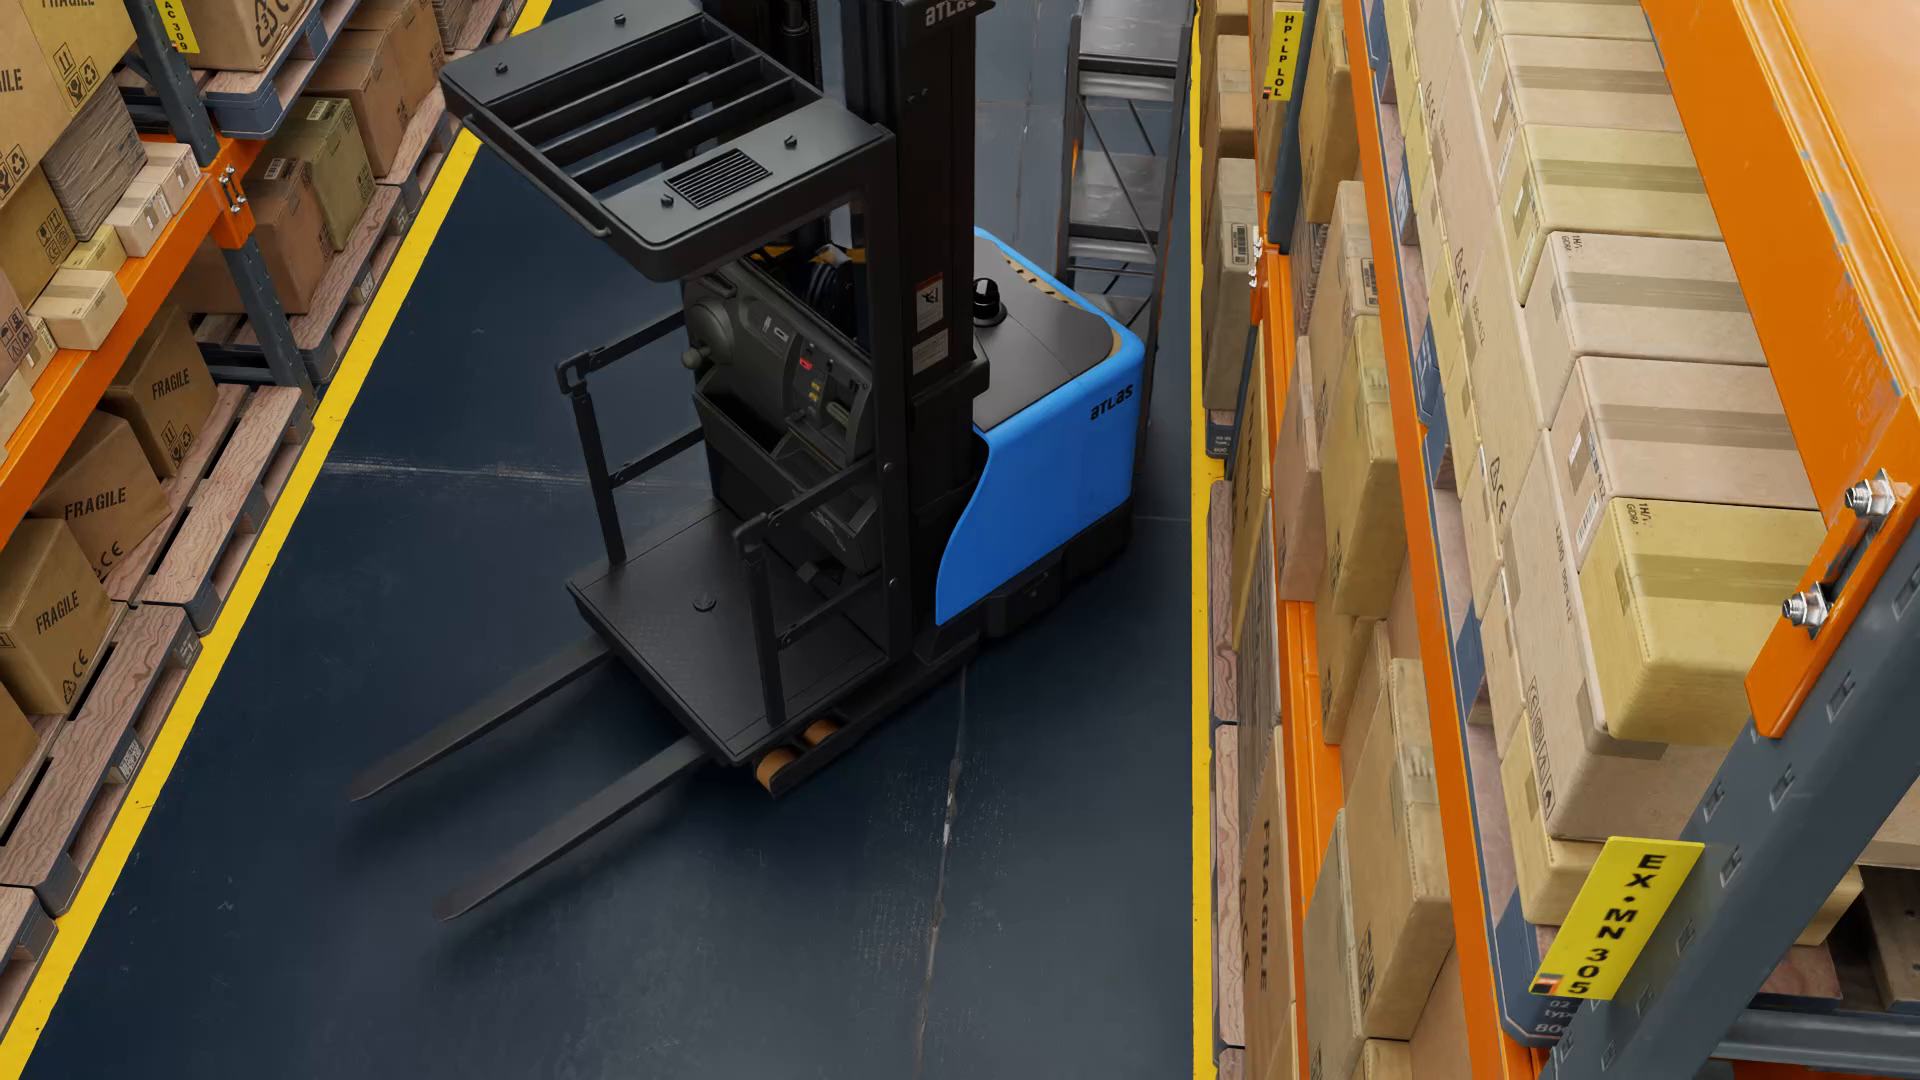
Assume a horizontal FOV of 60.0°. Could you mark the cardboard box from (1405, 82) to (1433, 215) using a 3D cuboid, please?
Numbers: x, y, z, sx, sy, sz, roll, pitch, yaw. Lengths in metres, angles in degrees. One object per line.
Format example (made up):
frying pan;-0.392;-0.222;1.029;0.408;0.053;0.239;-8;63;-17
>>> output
cardboard box;1.074;-0.747;3.212;0.380;0.149;0.250;4;48;4

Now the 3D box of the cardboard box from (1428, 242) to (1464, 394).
cardboard box;1.027;-0.375;2.871;0.380;0.149;0.250;3;48;3

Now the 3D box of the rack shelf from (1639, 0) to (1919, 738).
rack shelf;1.424;-1.373;2.692;1.077;0.370;4.000;4;48;4

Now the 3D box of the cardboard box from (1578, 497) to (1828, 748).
cardboard box;0.934;0.101;1.896;0.380;0.149;0.250;4;48;4

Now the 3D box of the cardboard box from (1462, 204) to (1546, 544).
cardboard box;1.054;-0.240;2.478;0.500;0.250;0.500;4;48;4

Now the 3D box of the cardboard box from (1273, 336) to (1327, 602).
cardboard box;1.390;-0.180;4.806;0.875;0.550;0.550;4;48;4

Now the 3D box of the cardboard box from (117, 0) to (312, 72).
cardboard box;-3.112;-2.522;6.359;1.000;1.000;1.000;4;48;4

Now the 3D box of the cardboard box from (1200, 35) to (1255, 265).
cardboard box;1.665;-1.749;7.583;1.050;0.750;0.750;4;48;4

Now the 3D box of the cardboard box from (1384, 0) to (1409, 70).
cardboard box;1.120;-1.118;3.551;0.380;0.149;0.250;4;48;4

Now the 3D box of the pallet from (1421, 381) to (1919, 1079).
pallet;1.299;0.215;2.574;1.003;0.211;1.213;4;48;4

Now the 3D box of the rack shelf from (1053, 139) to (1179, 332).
rack shelf;0.604;-1.179;6.450;0.431;0.518;0.480;7;48;6

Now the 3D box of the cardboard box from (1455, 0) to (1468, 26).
cardboard box;1.073;-1.020;2.921;0.380;0.149;0.250;4;48;4

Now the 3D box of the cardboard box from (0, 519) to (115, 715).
cardboard box;-3.423;0.272;5.903;0.500;0.500;0.500;0;48;0

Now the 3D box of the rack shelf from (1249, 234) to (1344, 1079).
rack shelf;1.424;0.517;4.758;1.077;0.370;4.000;4;48;4

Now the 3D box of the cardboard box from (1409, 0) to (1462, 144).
cardboard box;1.147;-0.979;3.154;0.500;0.250;0.500;4;48;4

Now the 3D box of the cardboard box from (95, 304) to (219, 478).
cardboard box;-3.400;-0.611;6.711;0.500;0.500;0.500;3;48;2

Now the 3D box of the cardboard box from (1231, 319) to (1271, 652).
cardboard box;1.479;-0.163;6.048;0.875;0.875;0.875;5;48;4

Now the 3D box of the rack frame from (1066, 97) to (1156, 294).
rack frame;0.642;-1.366;6.603;0.400;2.100;0.015;7;48;6

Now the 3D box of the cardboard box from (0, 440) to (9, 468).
cardboard box;-3.202;-0.240;5.133;0.380;0.149;0.250;4;48;4

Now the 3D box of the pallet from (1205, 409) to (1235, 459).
pallet;1.601;-0.827;7.389;1.003;0.211;1.213;4;48;4

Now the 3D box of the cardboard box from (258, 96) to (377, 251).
cardboard box;-3.184;-1.708;7.701;0.700;0.500;0.500;4;48;3

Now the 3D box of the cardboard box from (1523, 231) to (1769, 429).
cardboard box;0.982;-0.271;2.236;0.380;0.149;0.250;5;48;4

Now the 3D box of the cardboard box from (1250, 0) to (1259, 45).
cardboard box;1.480;-2.374;6.846;0.500;0.500;0.500;4;48;4

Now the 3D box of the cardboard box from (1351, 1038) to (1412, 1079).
cardboard box;1.230;1.417;3.345;0.875;0.550;0.550;4;48;4

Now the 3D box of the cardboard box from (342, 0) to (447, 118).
cardboard box;-3.083;-2.529;8.452;0.700;0.500;0.500;7;48;7

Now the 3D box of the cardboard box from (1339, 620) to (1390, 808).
cardboard box;1.435;0.608;4.085;0.875;0.550;0.550;4;48;4

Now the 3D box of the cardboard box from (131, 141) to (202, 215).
cardboard box;-3.051;-1.341;6.140;0.380;0.149;0.250;4;48;4

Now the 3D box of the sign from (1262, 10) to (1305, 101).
sign;1.065;-1.589;5.466;0.100;0.325;0.005;4;48;4

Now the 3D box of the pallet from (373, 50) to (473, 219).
pallet;-3.146;-2.134;8.584;1.003;0.211;1.213;4;48;4

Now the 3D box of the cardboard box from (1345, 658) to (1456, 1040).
cardboard box;1.272;0.648;3.317;0.875;0.550;0.550;4;48;4

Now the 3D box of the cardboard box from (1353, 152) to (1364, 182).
cardboard box;1.604;-0.930;4.760;0.875;0.550;0.550;4;48;4

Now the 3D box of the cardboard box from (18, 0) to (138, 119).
cardboard box;-3.091;-1.726;5.375;0.500;0.500;0.500;4;48;4

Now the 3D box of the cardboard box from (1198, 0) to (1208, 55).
cardboard box;1.826;-3.076;8.797;1.050;0.750;0.750;3;48;3

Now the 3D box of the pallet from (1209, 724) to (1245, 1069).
pallet;1.350;1.198;5.537;1.003;0.211;1.213;4;48;4

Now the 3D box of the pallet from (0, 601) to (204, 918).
pallet;-3.459;0.732;5.963;1.003;0.211;1.213;4;48;4

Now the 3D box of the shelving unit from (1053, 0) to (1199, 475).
shelving unit;0.604;-1.188;6.440;0.431;2.100;0.503;7;48;6

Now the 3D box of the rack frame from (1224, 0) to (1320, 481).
rack frame;1.606;-1.196;5.837;1.000;3.000;0.127;4;48;4

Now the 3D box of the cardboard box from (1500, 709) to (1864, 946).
cardboard box;0.934;0.373;2.187;0.380;0.149;0.250;4;48;3

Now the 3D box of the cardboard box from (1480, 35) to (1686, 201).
cardboard box;1.028;-0.645;2.577;0.380;0.149;0.250;4;48;4

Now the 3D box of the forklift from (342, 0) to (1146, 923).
forklift;-0.756;-0.528;5.272;3.031;2.935;1.130;-33;55;-26

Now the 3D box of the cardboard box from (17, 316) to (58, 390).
cardboard box;-3.232;-0.612;5.474;0.380;0.149;0.250;4;48;4

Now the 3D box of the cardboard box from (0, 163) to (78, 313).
cardboard box;-3.507;-1.046;5.431;0.875;0.500;0.500;4;48;4

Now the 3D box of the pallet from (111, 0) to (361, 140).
pallet;-3.109;-2.091;6.785;1.003;0.211;1.213;4;48;4

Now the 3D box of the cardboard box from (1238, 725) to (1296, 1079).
cardboard box;1.316;1.169;4.829;0.875;0.875;0.875;3;48;3

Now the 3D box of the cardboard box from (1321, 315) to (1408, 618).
cardboard box;1.377;-0.153;4.049;0.875;0.550;0.500;4;48;4

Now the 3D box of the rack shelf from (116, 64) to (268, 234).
rack shelf;-3.142;-2.831;7.820;1.077;0.370;4.000;4;48;4

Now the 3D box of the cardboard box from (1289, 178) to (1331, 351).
cardboard box;1.584;-0.975;5.533;0.875;0.550;0.550;4;48;4

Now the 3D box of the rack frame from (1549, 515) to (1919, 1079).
rack frame;1.242;-0.281;0.935;1.000;3.000;0.127;4;48;4

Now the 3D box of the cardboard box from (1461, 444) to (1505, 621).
cardboard box;0.981;-0.001;2.529;0.380;0.149;0.250;5;48;4

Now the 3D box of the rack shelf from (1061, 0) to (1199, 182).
rack shelf;0.604;-1.652;5.933;0.431;0.518;0.480;7;48;6

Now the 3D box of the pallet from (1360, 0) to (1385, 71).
pallet;1.521;-1.578;4.214;1.003;0.211;1.213;4;48;4

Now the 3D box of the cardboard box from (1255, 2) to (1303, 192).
cardboard box;1.387;-1.631;6.167;0.500;0.500;0.500;4;48;3

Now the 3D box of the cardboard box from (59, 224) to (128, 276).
cardboard box;-3.166;-0.978;5.808;0.380;0.149;0.250;4;48;4
